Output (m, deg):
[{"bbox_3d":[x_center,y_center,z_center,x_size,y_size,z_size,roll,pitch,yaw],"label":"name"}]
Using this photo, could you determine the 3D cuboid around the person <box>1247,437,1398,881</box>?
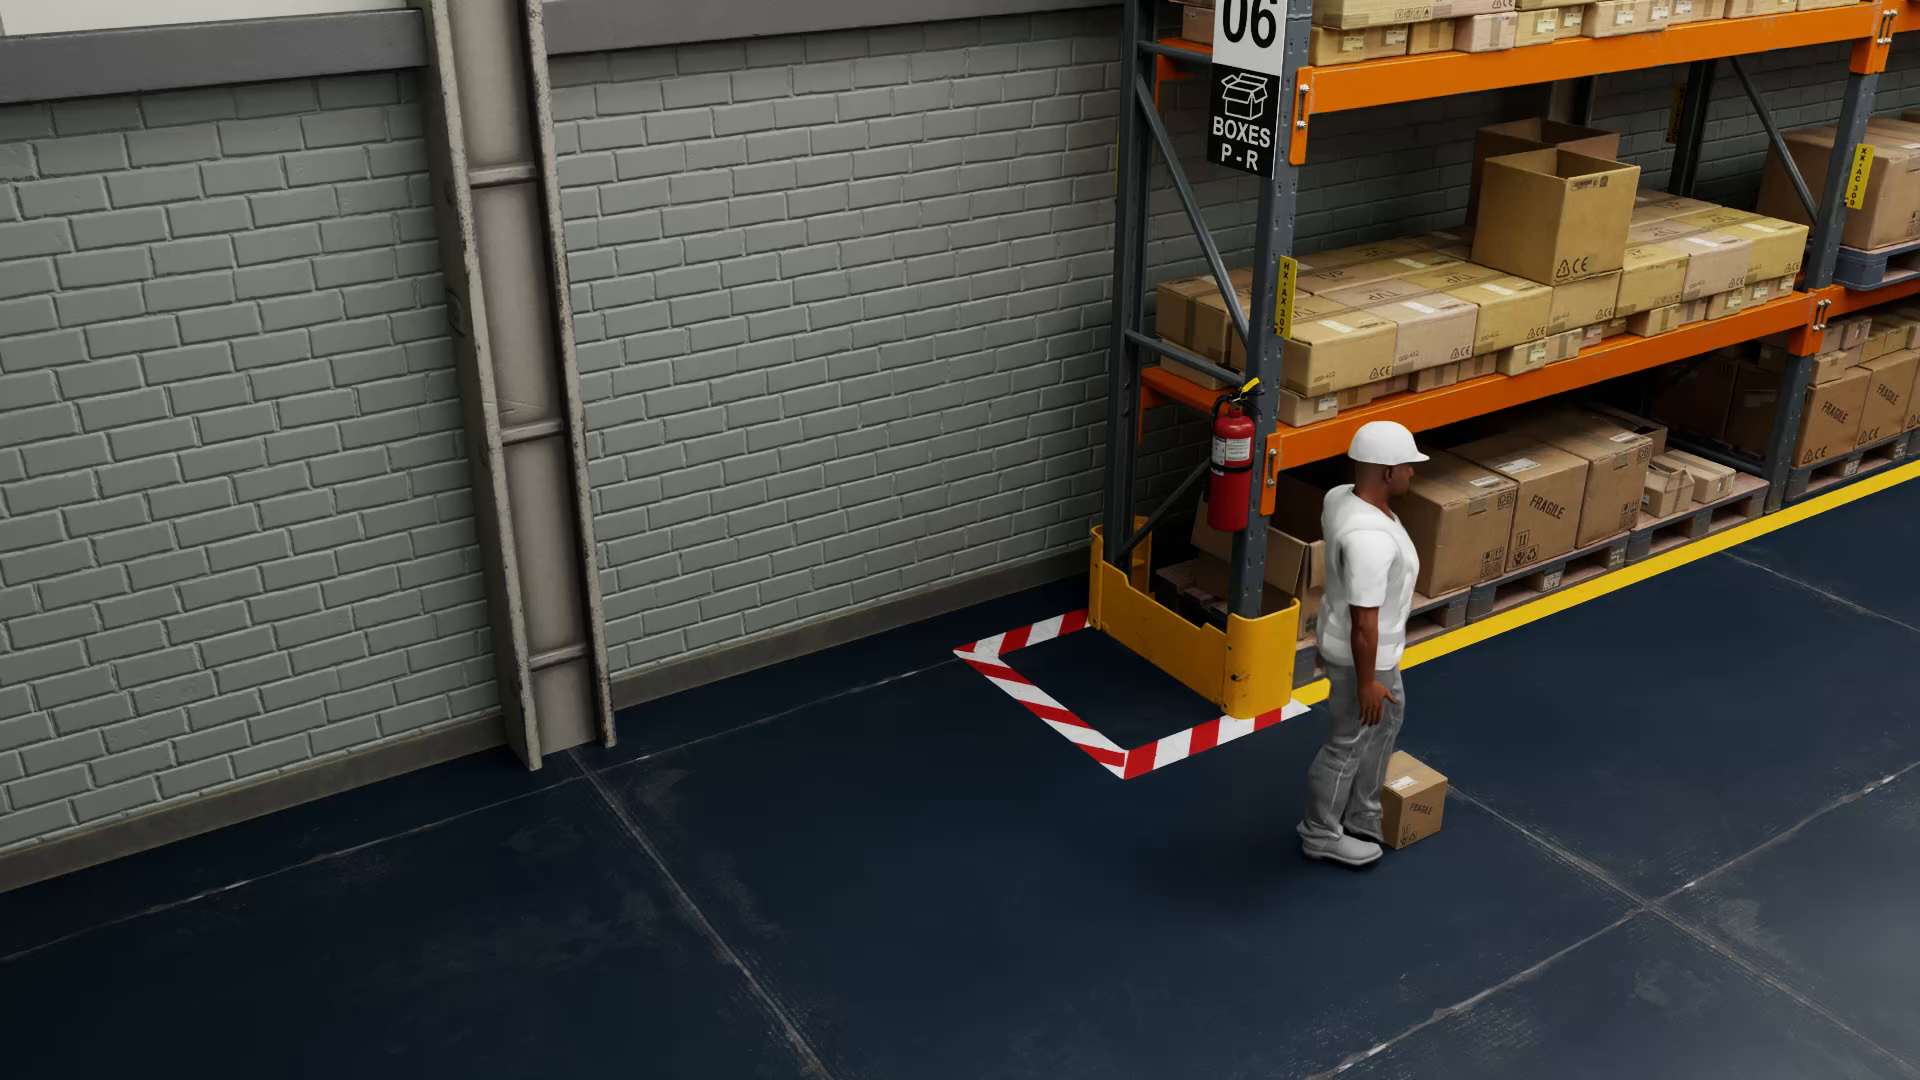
[{"bbox_3d":[1.342,0.450,6.079,0.382,1.772,0.599,-12,28,-25],"label":"person"}]
